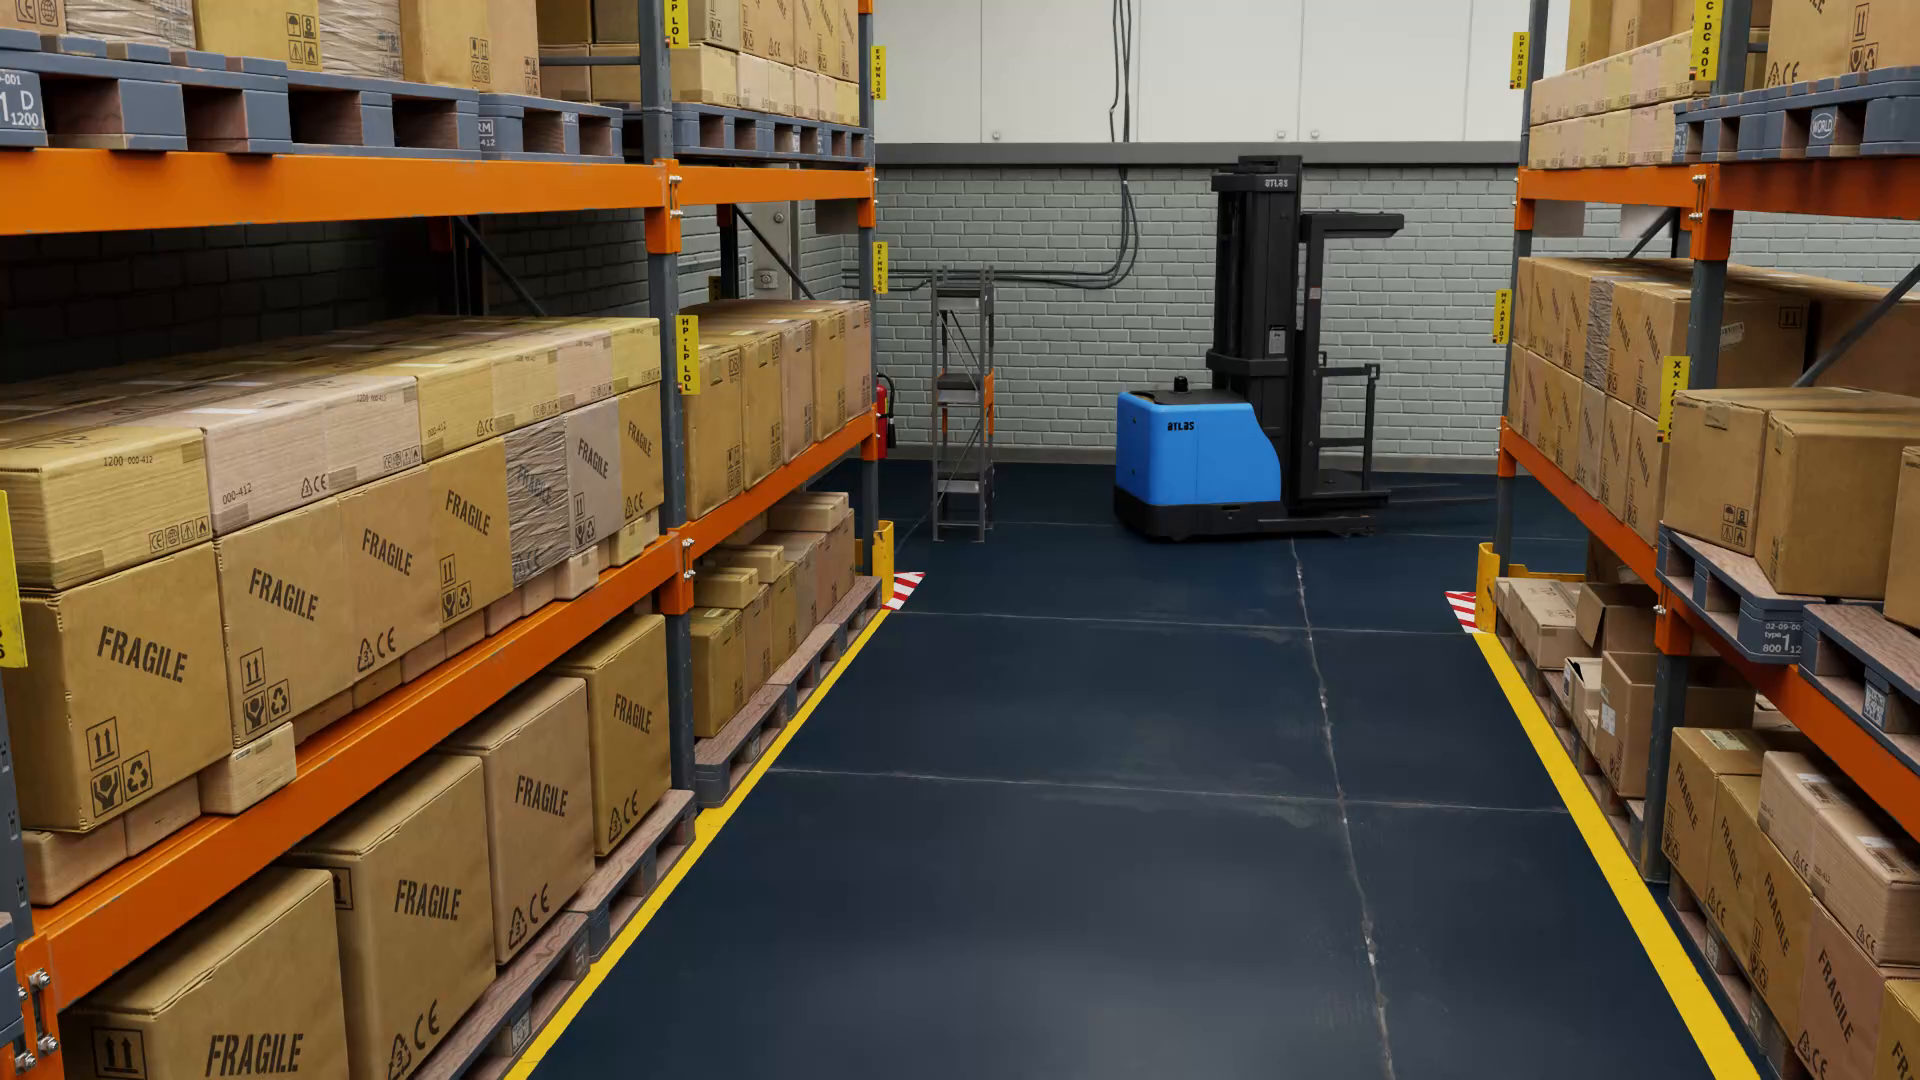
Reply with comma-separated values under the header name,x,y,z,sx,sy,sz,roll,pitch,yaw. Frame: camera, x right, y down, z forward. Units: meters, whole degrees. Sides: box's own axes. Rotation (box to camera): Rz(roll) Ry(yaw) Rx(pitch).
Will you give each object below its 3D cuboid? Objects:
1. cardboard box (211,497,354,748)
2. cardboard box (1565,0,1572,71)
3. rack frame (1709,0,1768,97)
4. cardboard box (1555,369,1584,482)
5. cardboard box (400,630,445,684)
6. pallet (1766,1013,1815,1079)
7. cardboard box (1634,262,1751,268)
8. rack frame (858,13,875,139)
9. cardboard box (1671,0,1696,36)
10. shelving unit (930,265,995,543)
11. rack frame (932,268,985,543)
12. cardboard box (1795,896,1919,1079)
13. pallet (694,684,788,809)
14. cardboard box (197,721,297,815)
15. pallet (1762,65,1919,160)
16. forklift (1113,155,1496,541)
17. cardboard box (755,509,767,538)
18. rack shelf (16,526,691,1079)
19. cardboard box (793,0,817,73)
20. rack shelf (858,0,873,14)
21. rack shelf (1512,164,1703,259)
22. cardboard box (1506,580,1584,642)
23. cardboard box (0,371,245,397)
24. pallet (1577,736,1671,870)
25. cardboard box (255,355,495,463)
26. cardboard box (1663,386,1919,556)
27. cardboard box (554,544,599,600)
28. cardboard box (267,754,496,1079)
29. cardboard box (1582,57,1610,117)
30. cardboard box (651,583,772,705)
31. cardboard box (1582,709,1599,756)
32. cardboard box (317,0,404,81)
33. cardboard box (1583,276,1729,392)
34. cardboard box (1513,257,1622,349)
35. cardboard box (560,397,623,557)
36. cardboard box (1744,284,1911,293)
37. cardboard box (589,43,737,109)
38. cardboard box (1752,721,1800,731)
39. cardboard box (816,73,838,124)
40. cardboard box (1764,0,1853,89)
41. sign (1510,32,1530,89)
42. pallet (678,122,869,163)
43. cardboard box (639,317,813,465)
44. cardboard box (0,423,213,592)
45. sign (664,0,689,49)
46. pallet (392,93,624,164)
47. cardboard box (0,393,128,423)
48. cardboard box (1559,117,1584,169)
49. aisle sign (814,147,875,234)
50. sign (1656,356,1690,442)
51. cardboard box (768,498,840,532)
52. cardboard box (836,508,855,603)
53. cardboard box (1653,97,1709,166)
name,x,y,z,sx,sy,sz,roll,pitch,yaw
cardboard box,-1.860,0.177,4.062,0.500,0.500,0.500,2,12,11
cardboard box,3.786,-2.820,9.227,0.700,0.500,0.500,2,12,9
rack frame,3.233,-3.023,5.662,1.000,3.000,0.127,2,12,9
cardboard box,3.287,-0.572,8.292,0.500,0.500,0.500,2,12,9
cardboard box,-1.772,0.315,4.962,0.380,0.149,0.250,2,12,9
pallet,2.960,1.698,4.614,1.003,0.211,1.213,2,12,9
cardboard box,3.975,-1.254,9.082,0.500,0.500,0.500,2,12,10
rack frame,-1.047,-4.016,10.267,1.000,3.000,0.127,2,12,9
cardboard box,3.558,-2.401,7.283,0.700,0.500,0.500,2,12,9
shelving unit,0.025,-1.061,12.932,0.431,2.100,0.503,2,12,9
rack frame,-0.012,-1.010,12.696,0.400,2.100,0.015,2,12,9
cardboard box,2.685,1.329,4.593,0.500,0.500,0.500,1,12,7
pallet,-1.468,0.957,8.051,1.003,0.211,1.213,2,12,9
cardboard box,-1.826,0.530,3.965,0.380,0.149,0.250,2,12,10
pallet,2.907,-1.116,4.376,1.213,0.211,1.003,2,12,9
forklift,2.834,-1.560,13.274,3.031,2.935,1.130,-3,12,-11
cardboard box,-1.350,-0.109,9.778,0.380,0.149,0.250,2,12,9
rack shelf,-1.970,0.518,5.179,1.077,0.370,4.000,2,12,9
cardboard box,-1.049,-2.723,8.730,0.500,0.500,0.500,1,12,6
rack shelf,-1.354,-3.052,8.453,1.077,0.370,4.000,2,12,9
rack shelf,3.541,-1.622,7.985,1.077,0.370,4.000,2,12,9
cardboard box,3.408,0.414,9.435,0.500,0.250,0.500,2,12,9
cardboard box,-2.298,-0.306,4.520,0.500,0.250,0.500,2,12,7
pallet,3.340,1.130,7.251,1.003,0.211,1.213,2,12,9
cardboard box,-1.725,-0.397,4.945,0.500,0.250,0.500,2,12,7
cardboard box,2.939,-0.253,5.815,0.700,0.500,0.500,-2,12,-10
cardboard box,-1.517,0.105,5.935,0.380,0.149,0.250,2,12,9
cardboard box,-1.893,1.097,4.889,0.750,0.750,0.750,2,12,8
cardboard box,3.277,-2.150,7.899,0.500,0.250,0.500,2,12,9
cardboard box,-1.365,0.510,8.446,0.700,0.500,0.500,2,12,8
cardboard box,3.039,0.880,7.512,0.380,0.149,0.250,2,12,9
cardboard box,-2.068,-1.581,4.807,0.700,0.500,0.500,2,12,9
cardboard box,3.209,-0.954,7.687,0.500,0.500,0.500,2,12,9
cardboard box,3.520,-1.377,9.653,0.500,0.500,0.500,2,12,10
cardboard box,-1.553,-0.244,6.013,0.500,0.500,0.500,2,12,9
cardboard box,3.663,-0.825,7.089,0.500,0.500,0.500,1,12,7
cardboard box,-1.295,-2.033,7.308,0.500,0.250,0.500,2,12,8
cardboard box,3.512,0.928,6.904,0.500,0.311,0.500,2,12,9
cardboard box,-0.976,-2.461,9.293,0.500,0.250,0.500,1,12,7
cardboard box,3.083,-1.758,5.437,0.600,0.600,0.600,1,12,3
sign,3.312,-2.834,9.831,0.100,0.325,0.005,2,12,9
pallet,-1.151,-2.351,9.874,1.003,0.211,1.213,2,12,9
cardboard box,-1.343,-0.813,8.933,0.980,0.700,0.700,1,12,6
cardboard box,-1.948,-0.080,3.476,0.500,0.250,0.500,2,12,10
sign,-1.124,-2.108,6.559,0.100,0.325,0.005,2,12,9
pallet,-1.754,-1.431,5.846,0.805,0.209,1.217,1,12,6
cardboard box,-2.380,-0.199,4.025,0.500,0.250,0.500,1,12,7
cardboard box,3.353,-2.010,8.435,0.500,0.250,0.500,2,12,9
aisle sign,-0.739,-2.359,10.649,0.394,0.787,0.004,2,12,9
sign,2.696,-0.530,6.277,0.100,0.325,0.005,2,12,9
cardboard box,-0.934,-0.149,9.960,0.380,0.149,0.250,2,12,10
cardboard box,-1.056,0.083,10.427,0.700,0.500,0.500,2,12,9
cardboard box,3.045,-1.593,6.503,0.500,0.250,0.500,2,12,9
